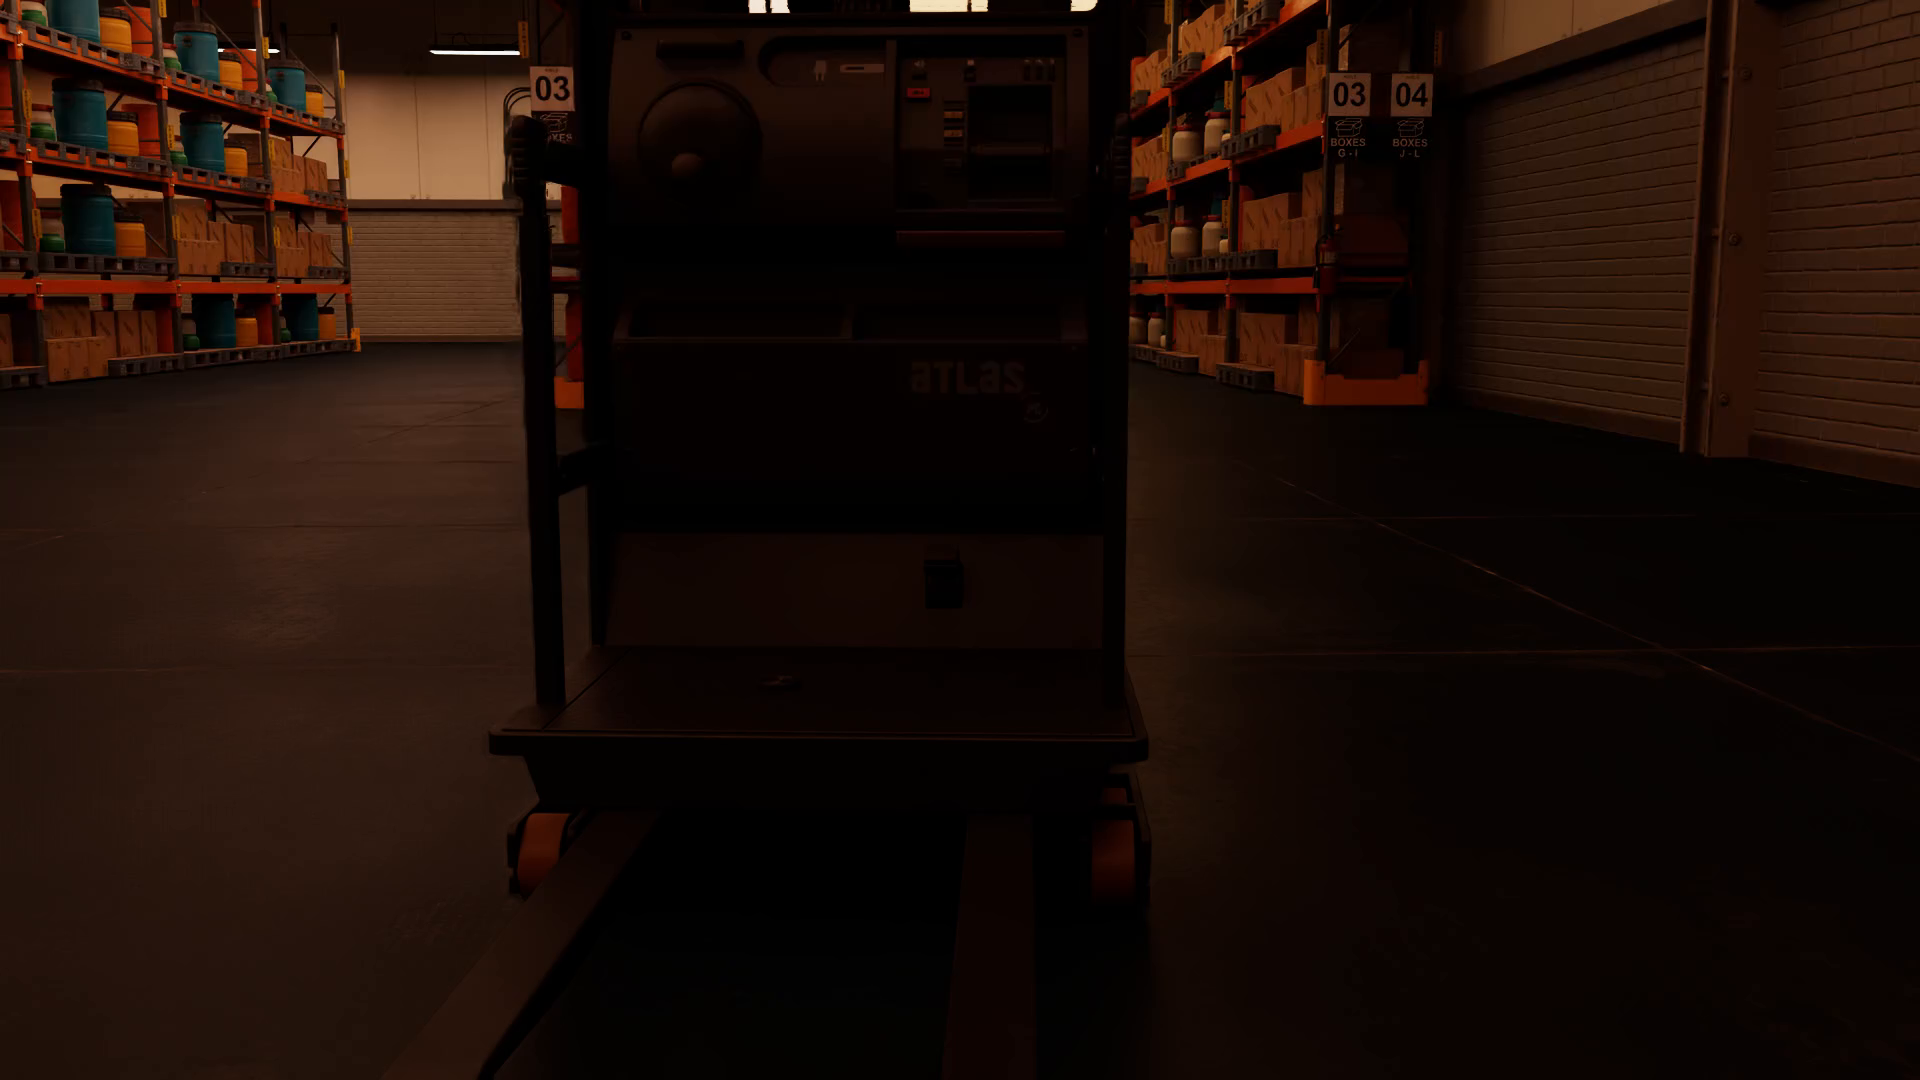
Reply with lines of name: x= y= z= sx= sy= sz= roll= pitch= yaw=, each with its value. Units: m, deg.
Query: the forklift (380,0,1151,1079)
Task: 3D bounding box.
forklift: x=-0.219 y=-0.845 z=3.018 sx=1.130 sy=2.935 sz=3.031 roll=0 pitch=8 yaw=2
